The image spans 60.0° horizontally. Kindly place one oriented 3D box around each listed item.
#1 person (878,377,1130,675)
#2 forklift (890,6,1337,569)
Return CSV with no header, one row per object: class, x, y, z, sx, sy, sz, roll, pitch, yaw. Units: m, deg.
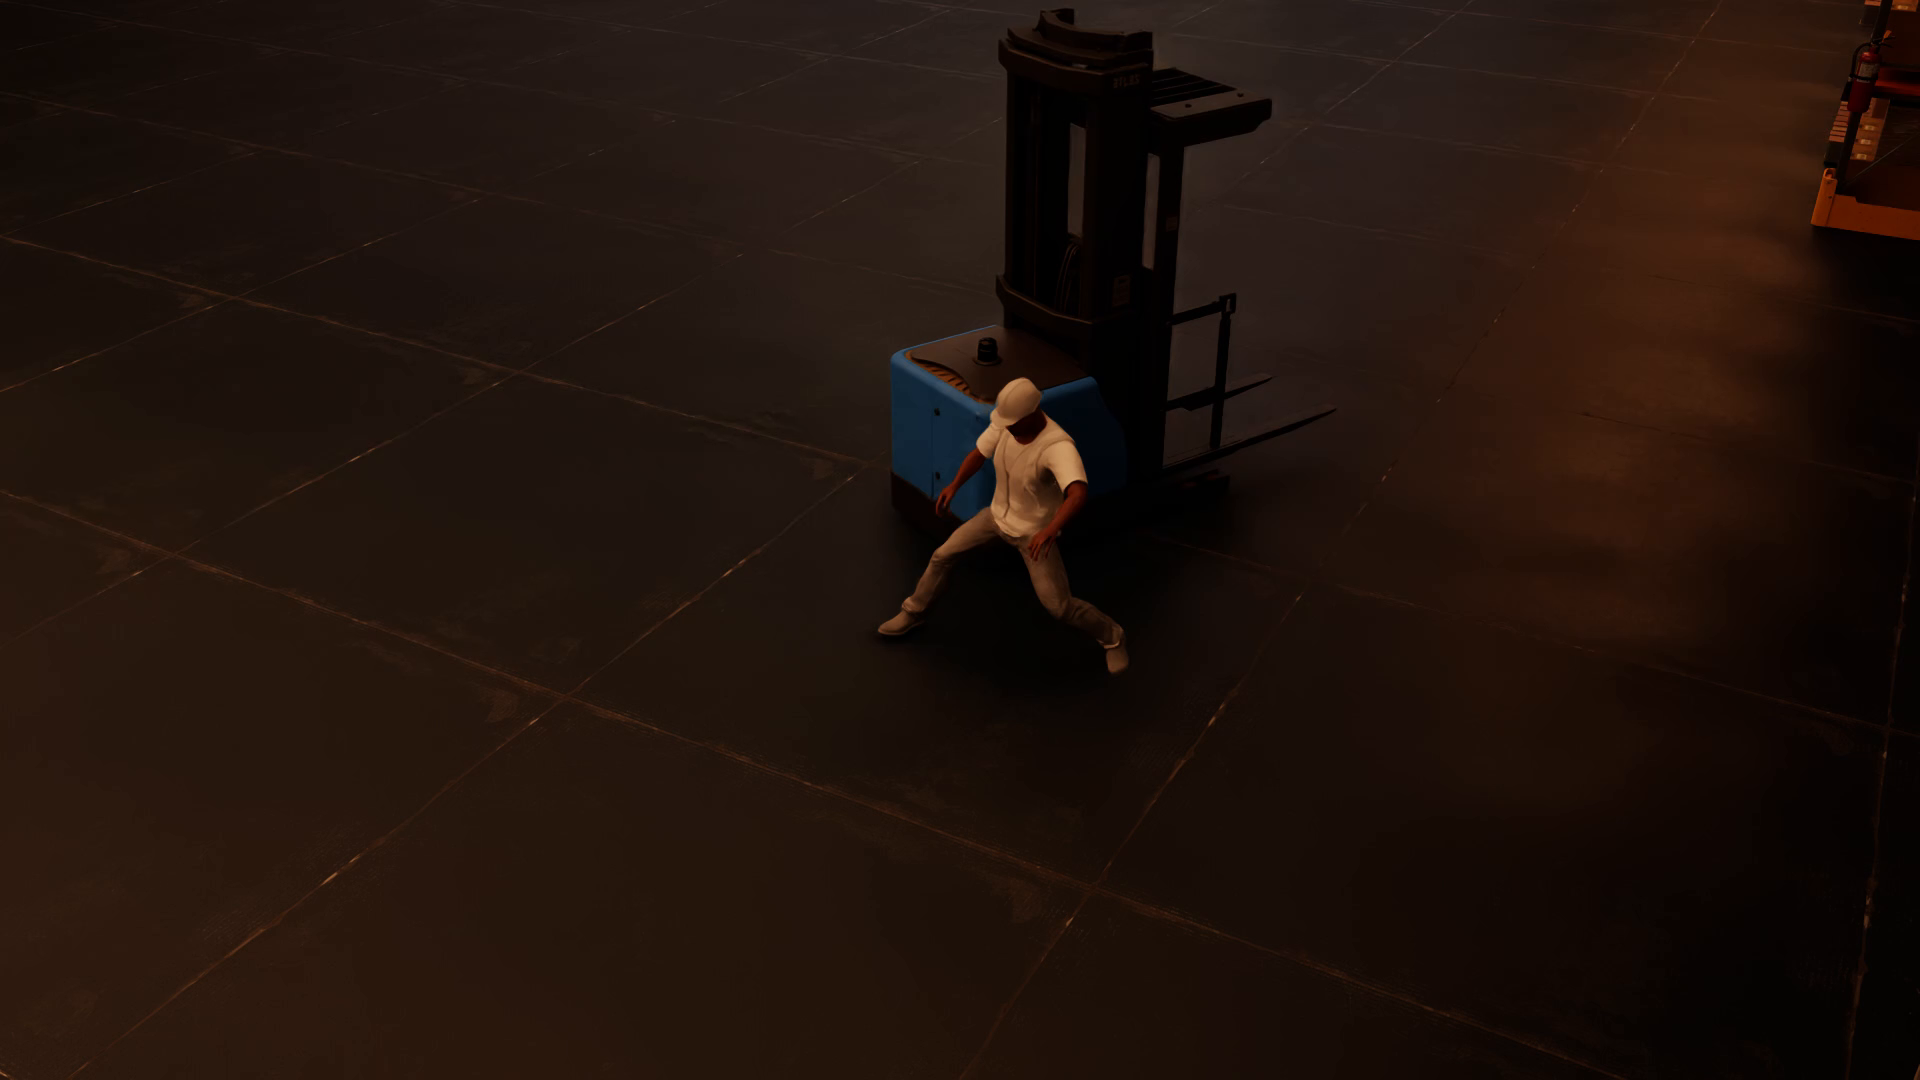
person,0.260,-0.076,8.601,1.007,1.589,1.111,-22,36,-33
forklift,1.078,-1.665,9.955,3.031,2.935,1.130,-19,35,-29
